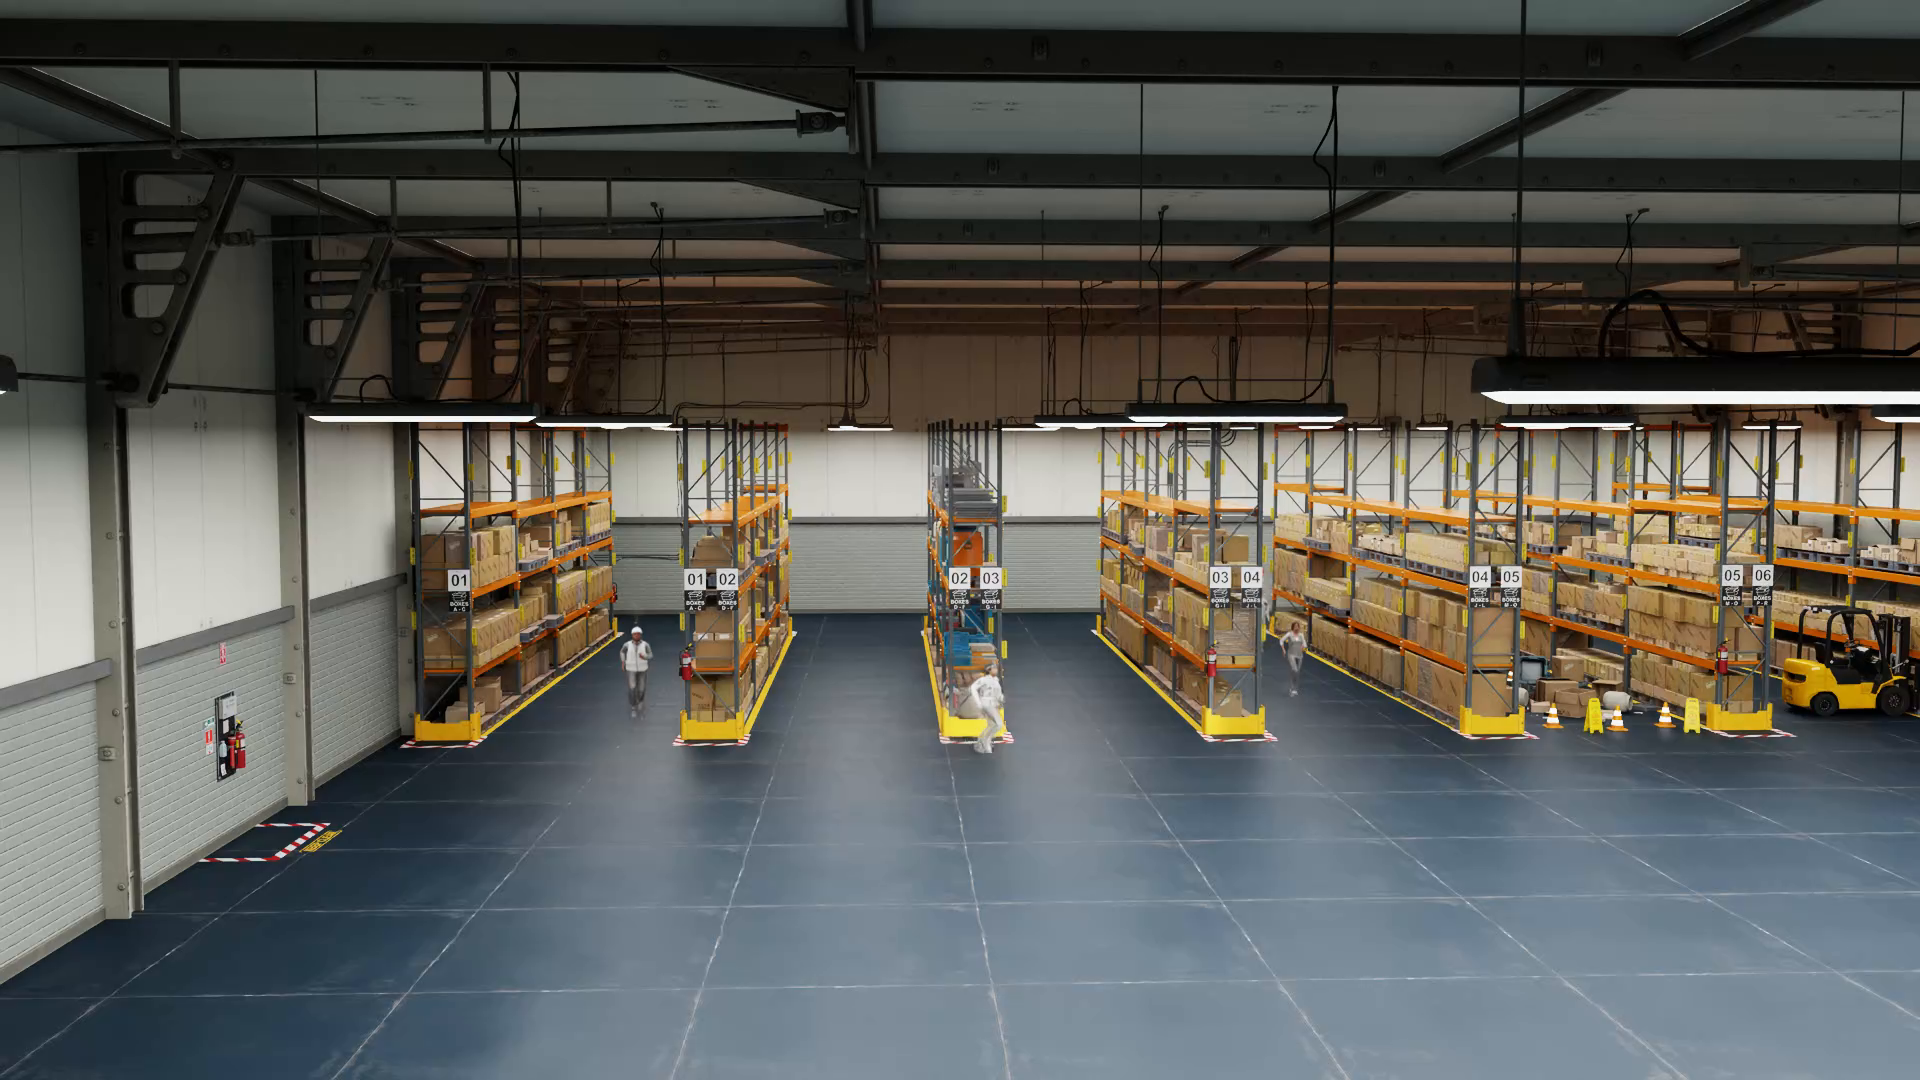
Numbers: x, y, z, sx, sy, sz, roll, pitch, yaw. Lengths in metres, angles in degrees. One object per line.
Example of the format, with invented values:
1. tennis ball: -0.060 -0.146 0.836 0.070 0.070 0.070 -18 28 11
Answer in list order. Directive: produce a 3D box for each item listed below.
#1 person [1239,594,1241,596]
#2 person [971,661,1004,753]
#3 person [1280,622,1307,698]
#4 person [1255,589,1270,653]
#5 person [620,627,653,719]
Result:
1. person: 8.391 1.764 48.373 0.709 1.706 0.738 -2 4 -26
2. person: 0.543 2.980 29.738 0.622 1.644 0.611 2 4 29
3. person: 7.303 2.597 36.303 0.505 1.641 0.706 -1 4 -13
4. person: 7.876 2.097 43.793 0.611 1.665 0.771 0 4 -4
5. person: -6.556 2.660 33.746 0.638 1.806 0.874 -1 4 -15
